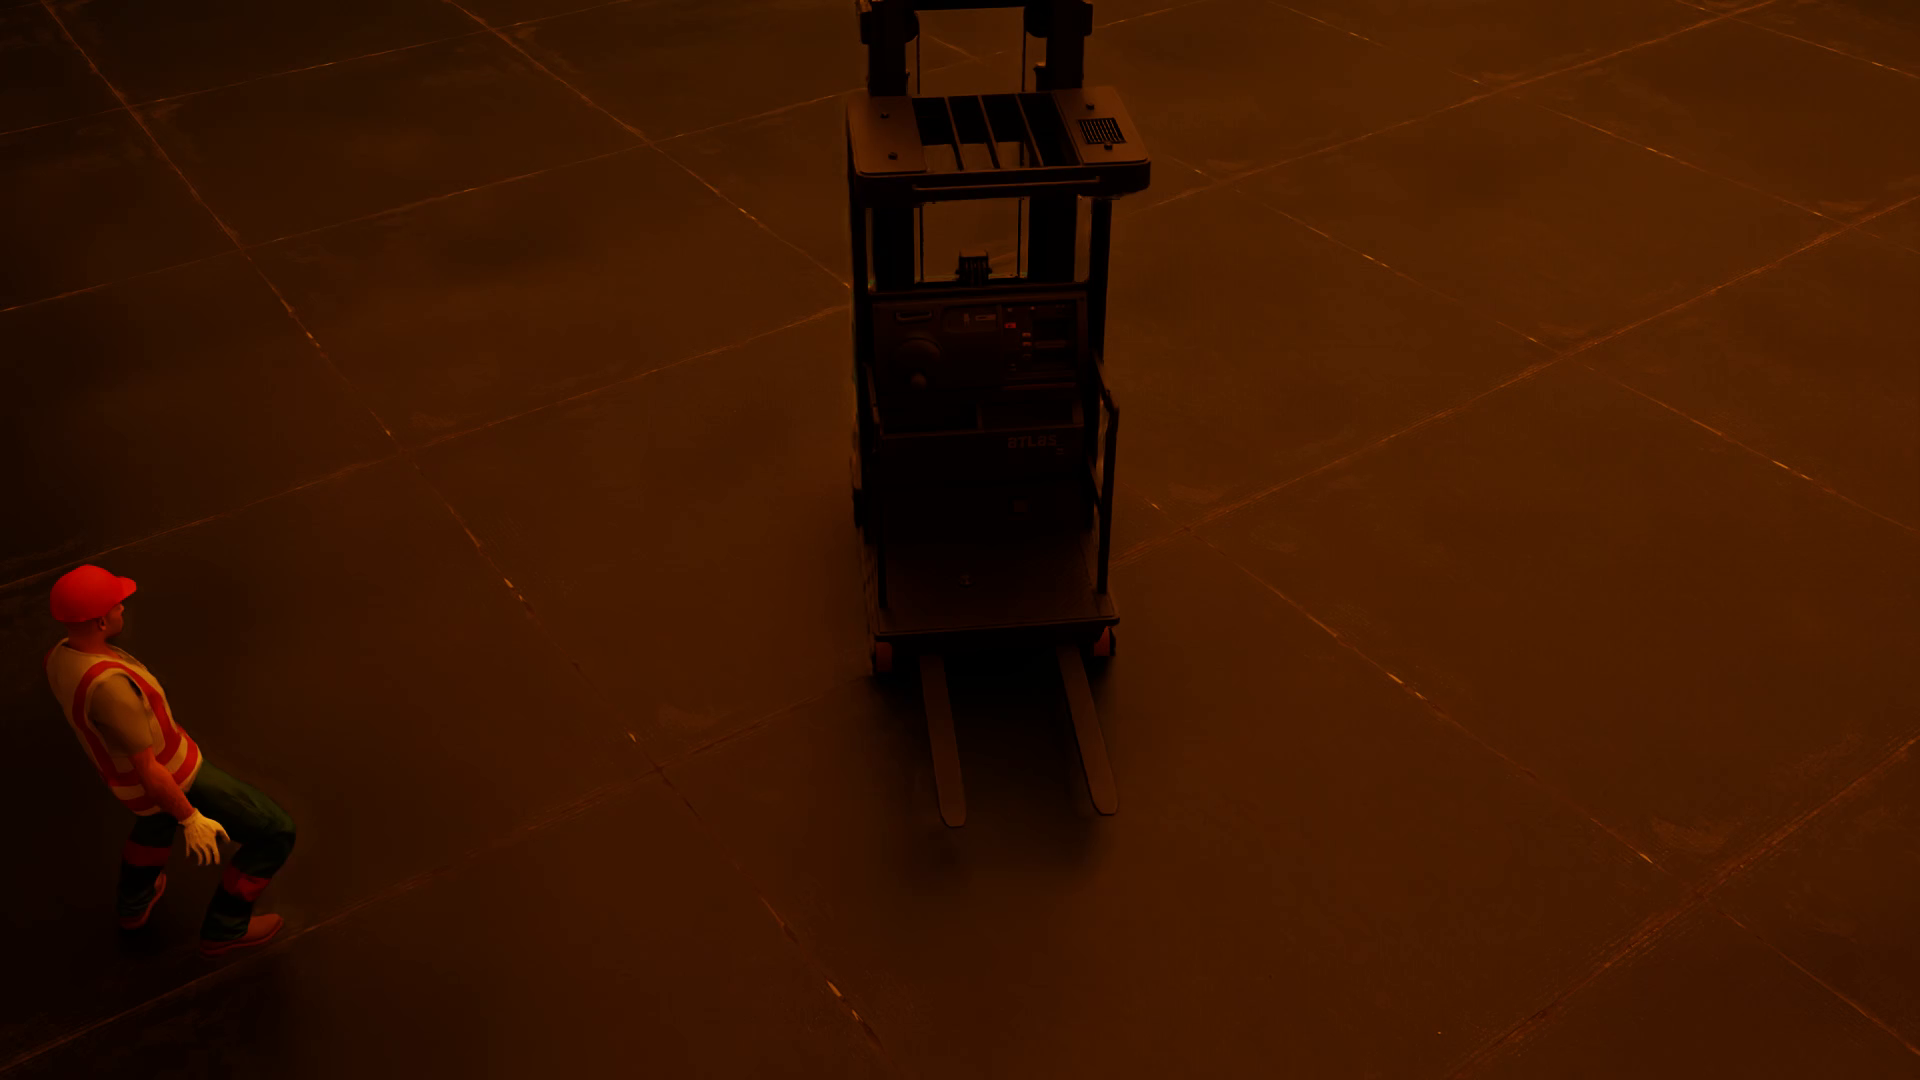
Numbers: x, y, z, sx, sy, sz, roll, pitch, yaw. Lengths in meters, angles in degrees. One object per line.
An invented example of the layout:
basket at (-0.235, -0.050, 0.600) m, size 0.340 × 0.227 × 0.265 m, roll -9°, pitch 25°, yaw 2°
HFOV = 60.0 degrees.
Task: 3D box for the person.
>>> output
person at (-2.864, 0.795, 5.947) m, size 0.599 × 1.669 × 0.967 m, roll -29°, pitch 45°, yaw -33°

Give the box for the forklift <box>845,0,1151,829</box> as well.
forklift at (0.115, -0.789, 7.012) m, size 1.130 × 2.935 × 3.031 m, roll -4°, pitch 37°, yaw -5°
